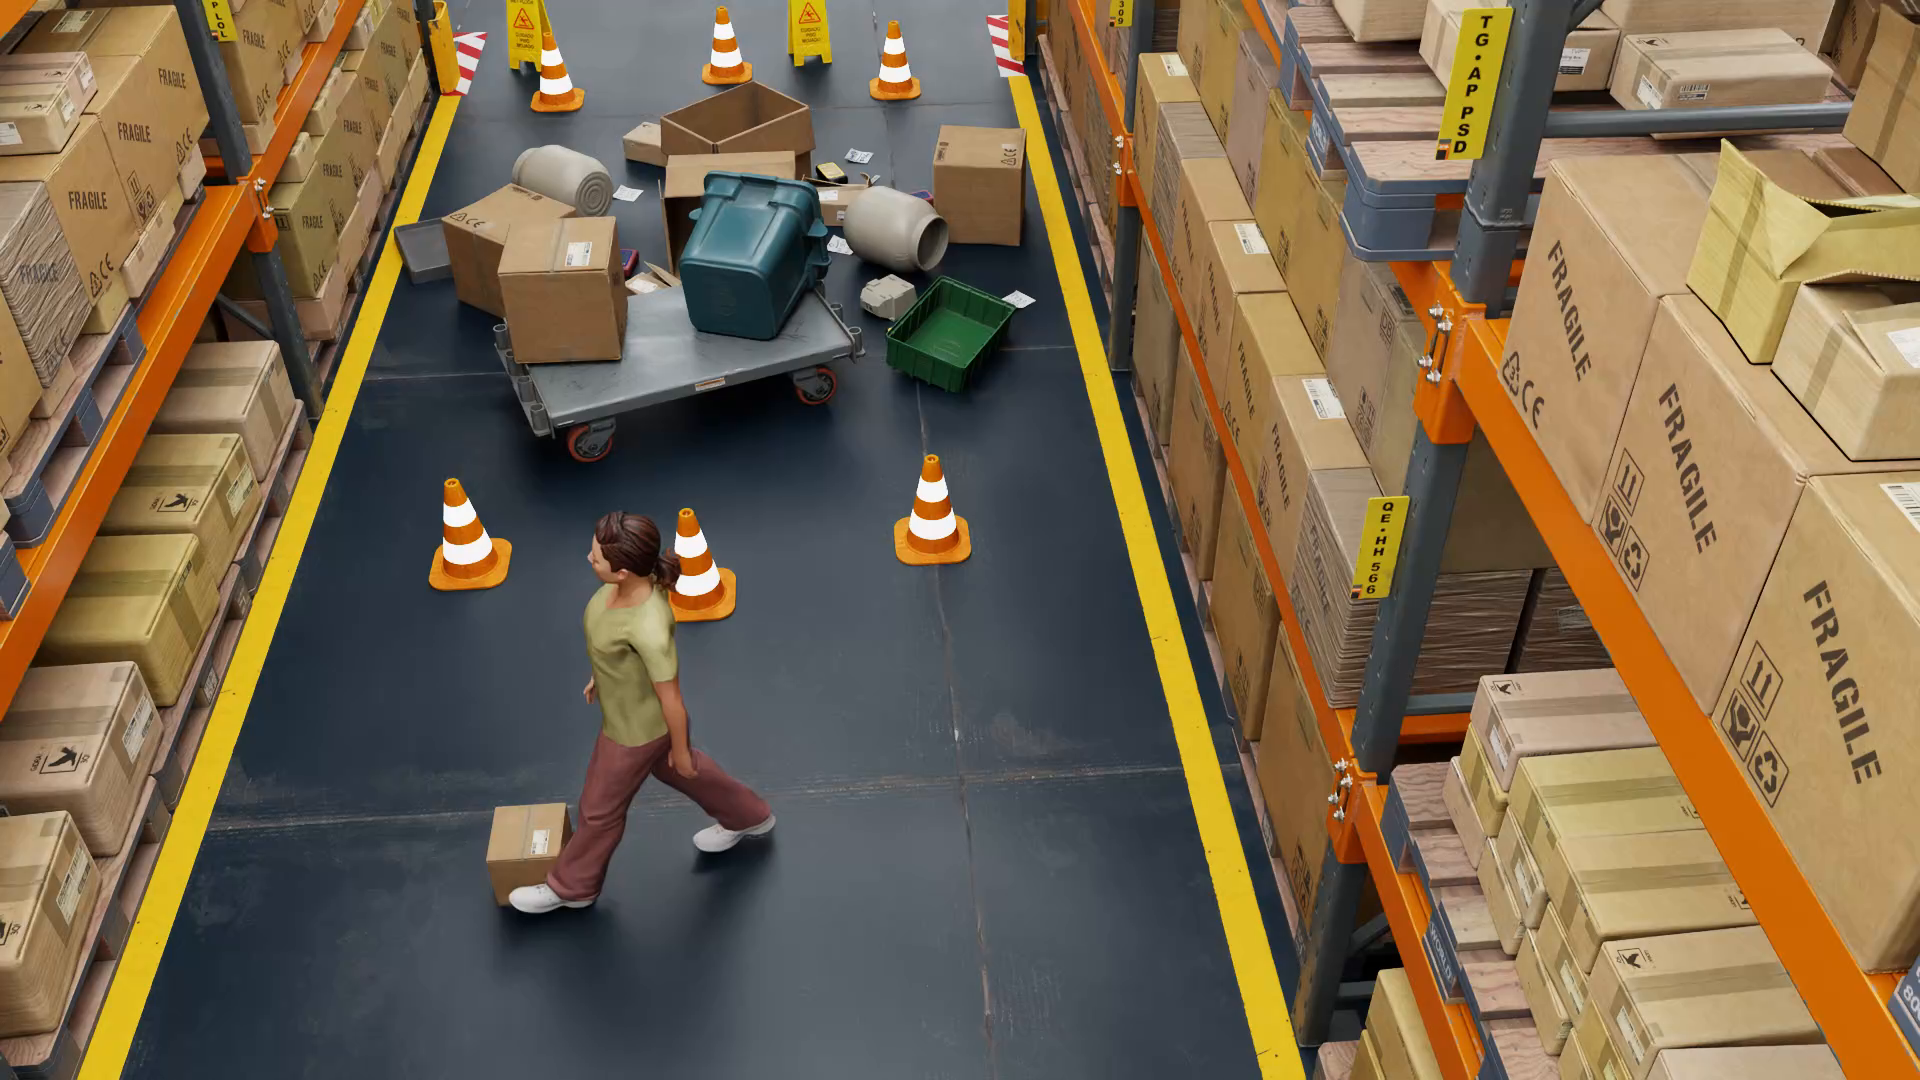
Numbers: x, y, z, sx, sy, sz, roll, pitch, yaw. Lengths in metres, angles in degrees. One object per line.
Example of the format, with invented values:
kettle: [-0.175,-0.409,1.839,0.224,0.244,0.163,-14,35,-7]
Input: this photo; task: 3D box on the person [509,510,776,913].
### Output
person: [-1.122,0.563,5.485,0.954,1.625,0.464,-8,40,-10]
